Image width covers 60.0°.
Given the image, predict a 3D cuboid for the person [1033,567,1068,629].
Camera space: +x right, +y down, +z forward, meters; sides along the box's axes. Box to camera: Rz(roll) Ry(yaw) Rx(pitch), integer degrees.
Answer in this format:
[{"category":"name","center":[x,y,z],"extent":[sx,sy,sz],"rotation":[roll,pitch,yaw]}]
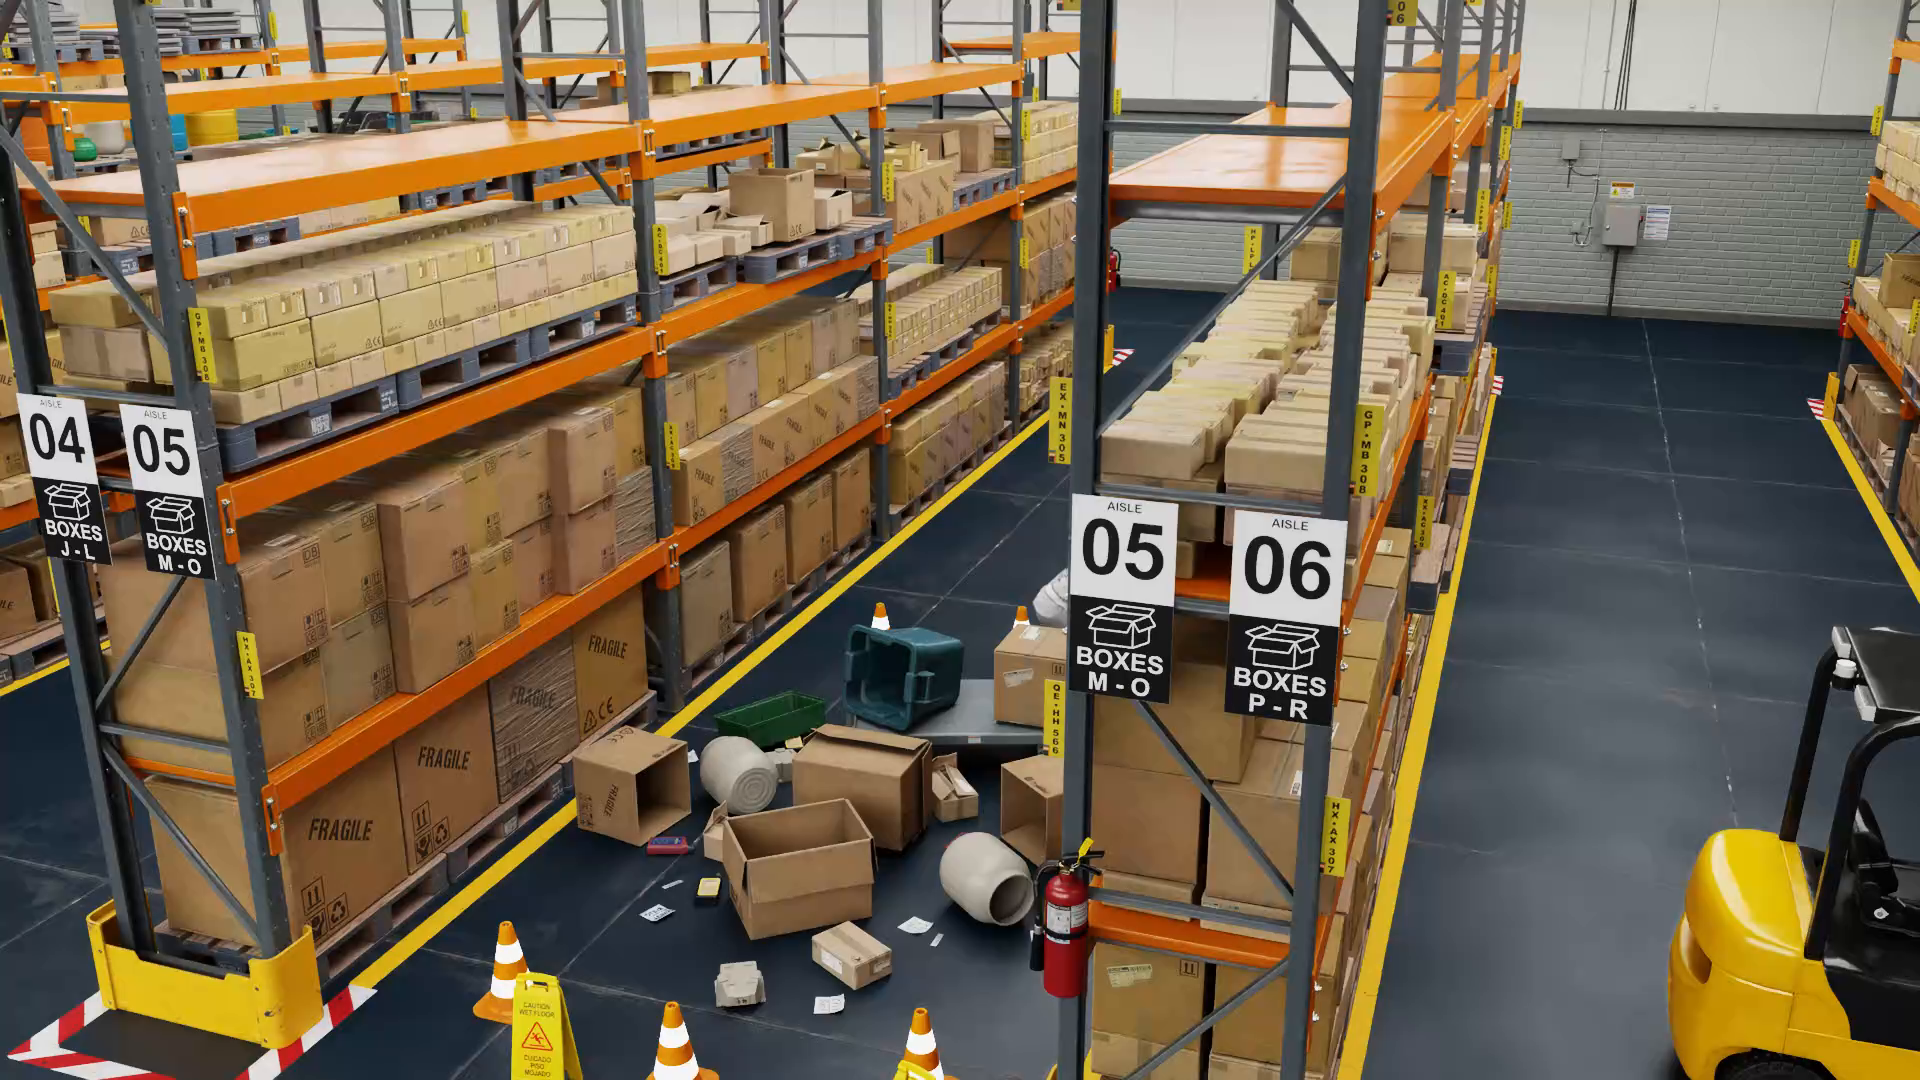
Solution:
[{"category":"person","center":[0.993,0.516,12.581],"extent":[0.867,0.944,0.460],"rotation":[6,20,17]}]
